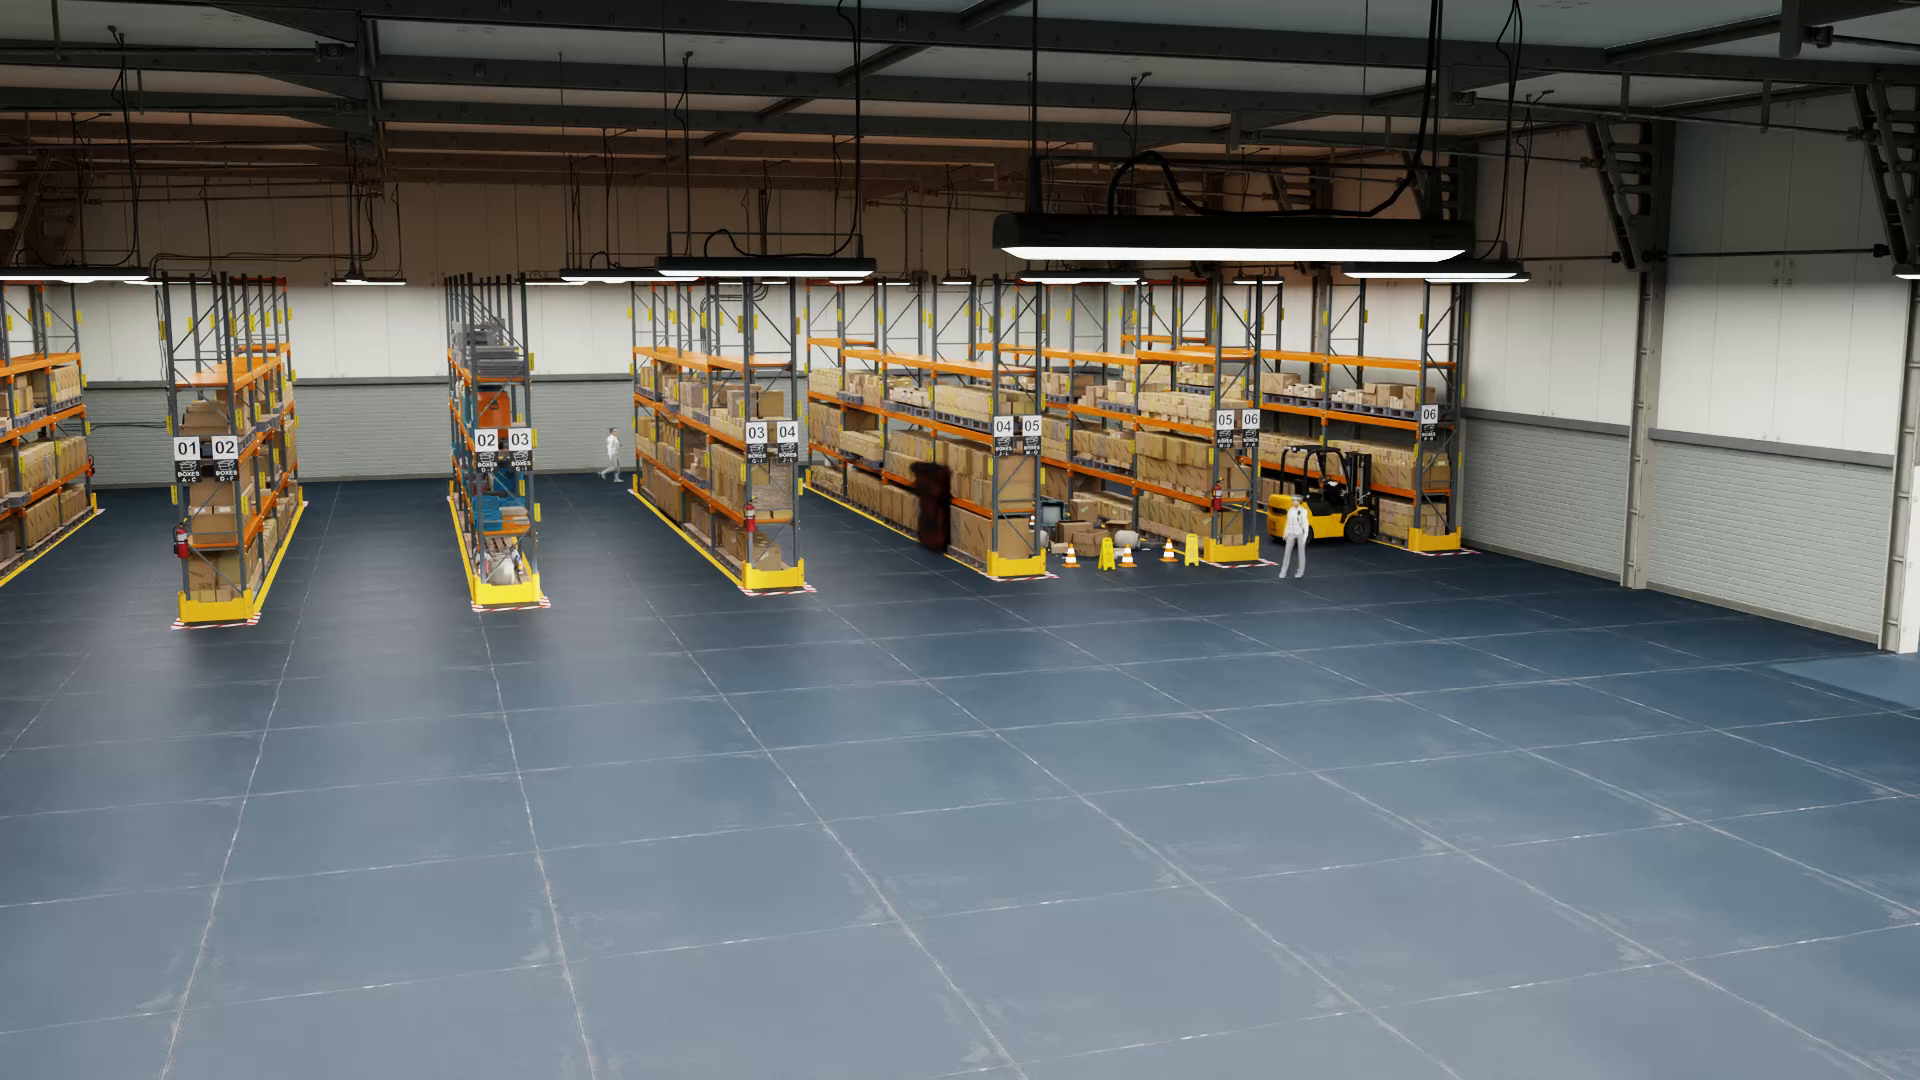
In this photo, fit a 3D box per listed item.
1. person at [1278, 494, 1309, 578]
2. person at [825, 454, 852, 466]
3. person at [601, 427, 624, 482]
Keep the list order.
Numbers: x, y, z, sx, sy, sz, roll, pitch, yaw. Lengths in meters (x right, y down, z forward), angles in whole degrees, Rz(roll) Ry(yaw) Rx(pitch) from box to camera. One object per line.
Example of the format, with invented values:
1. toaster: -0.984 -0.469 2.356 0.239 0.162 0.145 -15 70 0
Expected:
1. person: 6.648 -0.079 33.108 0.523 1.696 0.541 8 11 41
2. person: -3.933 -3.043 52.347 1.078 1.743 0.623 -6 10 -33
3. person: -10.309 -2.529 49.249 0.638 1.646 0.490 0 9 -2
